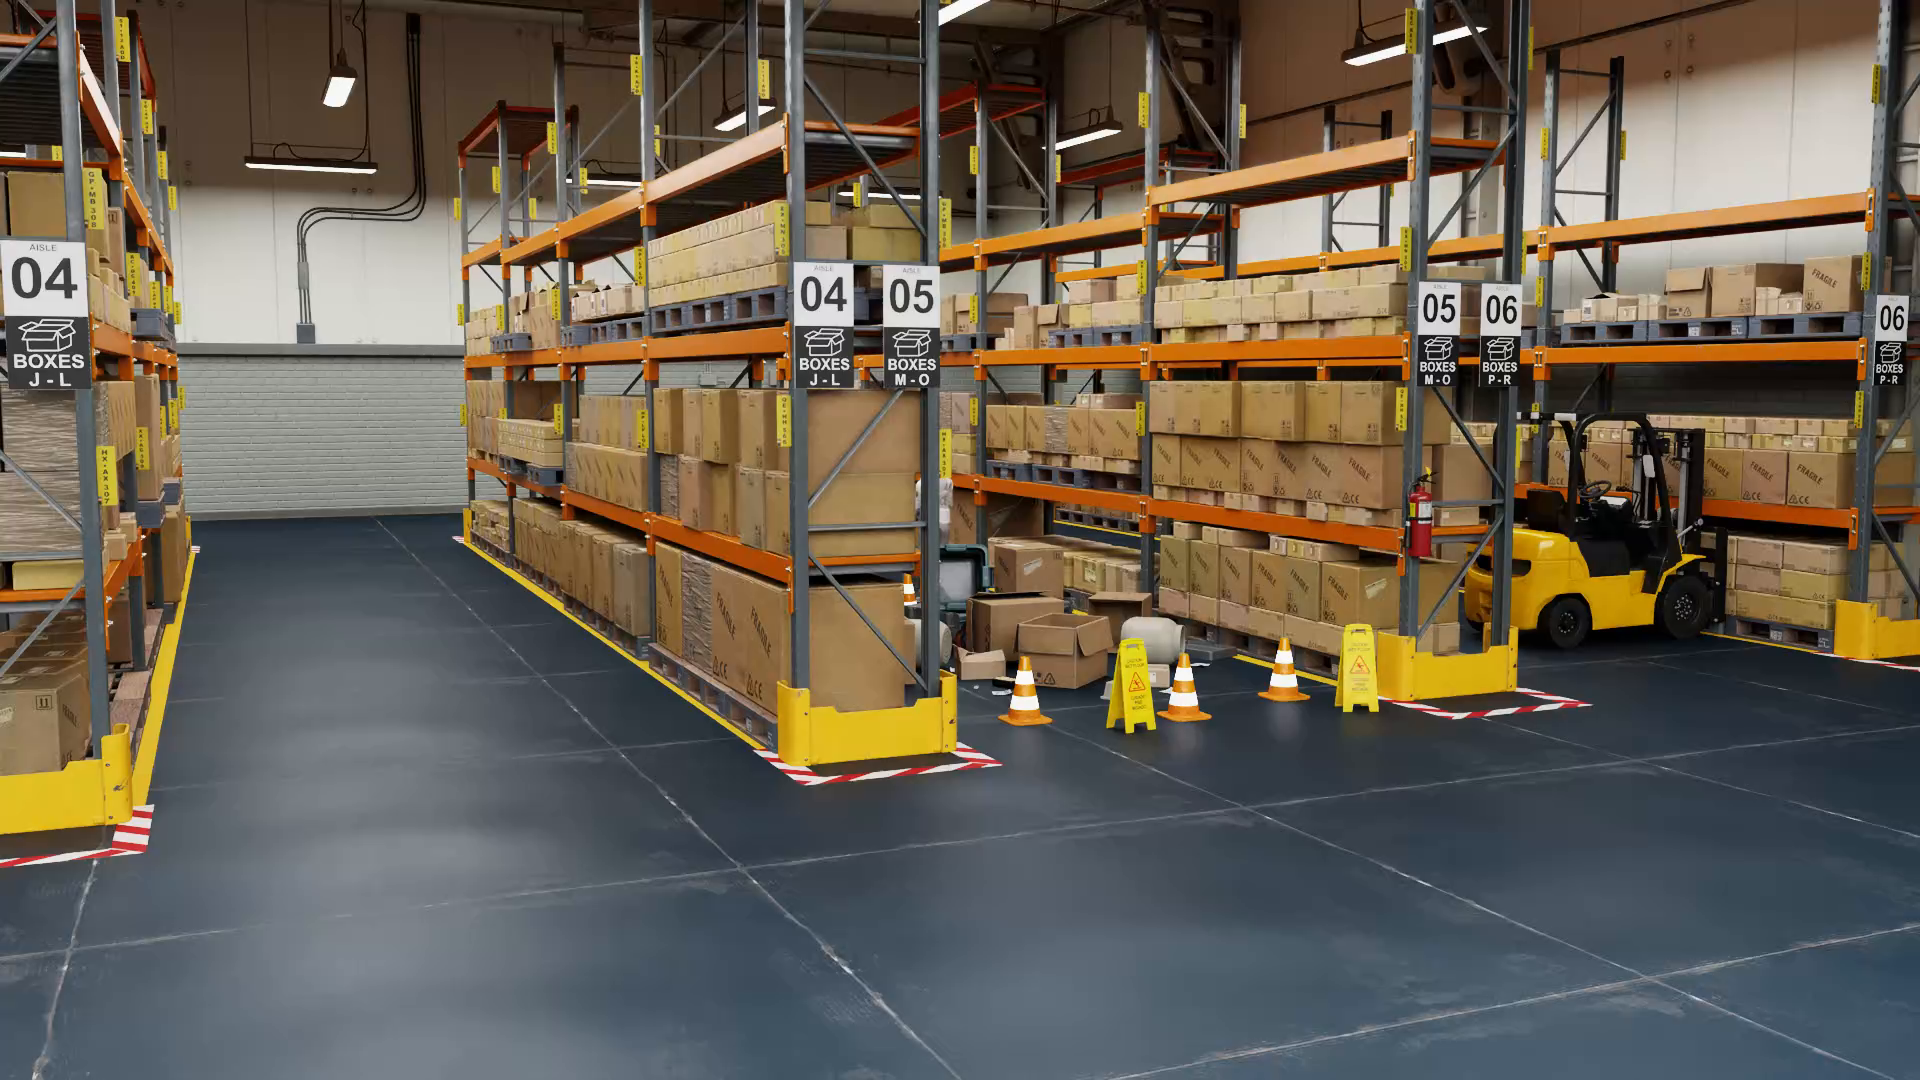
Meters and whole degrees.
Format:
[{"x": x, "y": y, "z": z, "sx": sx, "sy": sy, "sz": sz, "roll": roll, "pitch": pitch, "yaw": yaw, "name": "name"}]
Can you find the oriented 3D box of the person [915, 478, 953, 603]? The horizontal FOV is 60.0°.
[{"x": -0.321, "y": -0.151, "z": 18.407, "sx": 0.479, "sy": 1.692, "sz": 0.529, "roll": -2, "pitch": 6, "yaw": -24, "name": "person"}]
